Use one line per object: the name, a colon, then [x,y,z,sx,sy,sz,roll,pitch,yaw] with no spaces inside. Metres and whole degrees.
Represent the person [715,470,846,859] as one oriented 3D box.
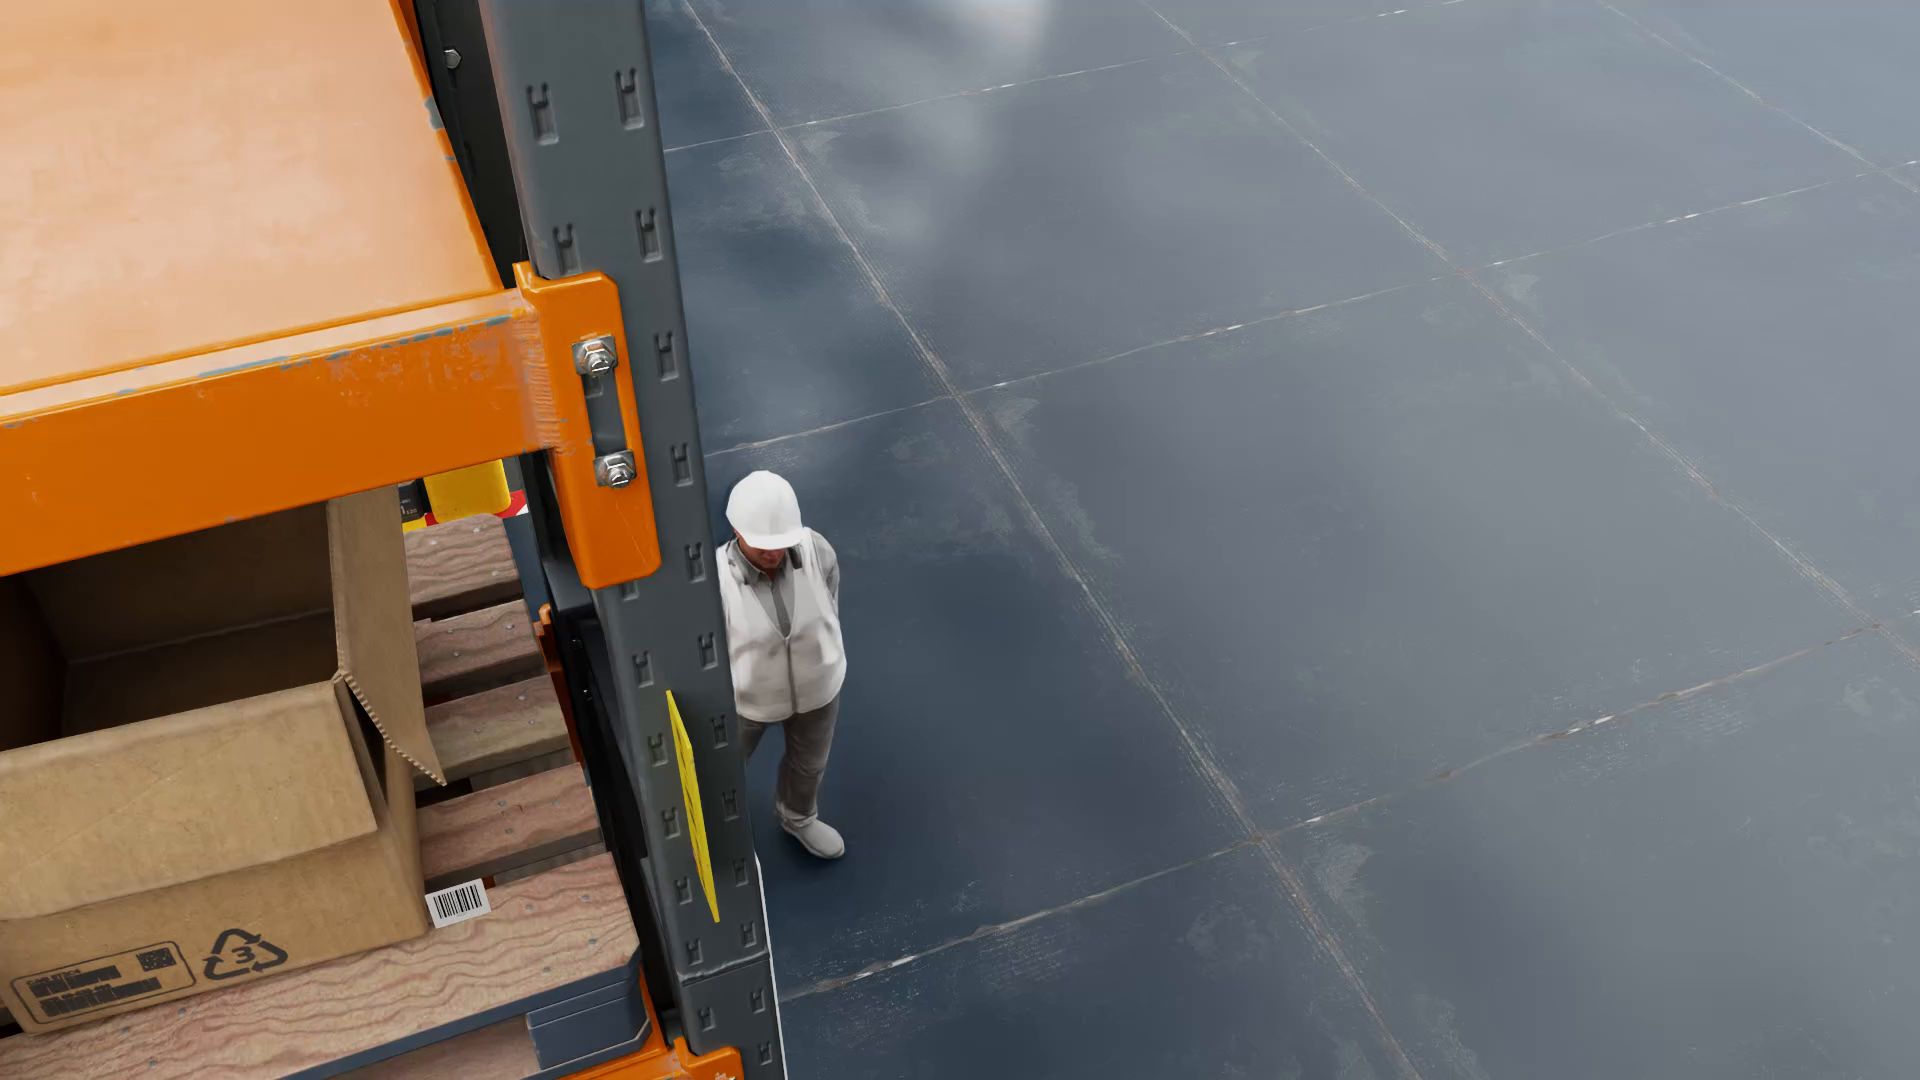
person: [-0.742,0.461,5.614,0.727,1.765,0.524,-15,44,-16]
